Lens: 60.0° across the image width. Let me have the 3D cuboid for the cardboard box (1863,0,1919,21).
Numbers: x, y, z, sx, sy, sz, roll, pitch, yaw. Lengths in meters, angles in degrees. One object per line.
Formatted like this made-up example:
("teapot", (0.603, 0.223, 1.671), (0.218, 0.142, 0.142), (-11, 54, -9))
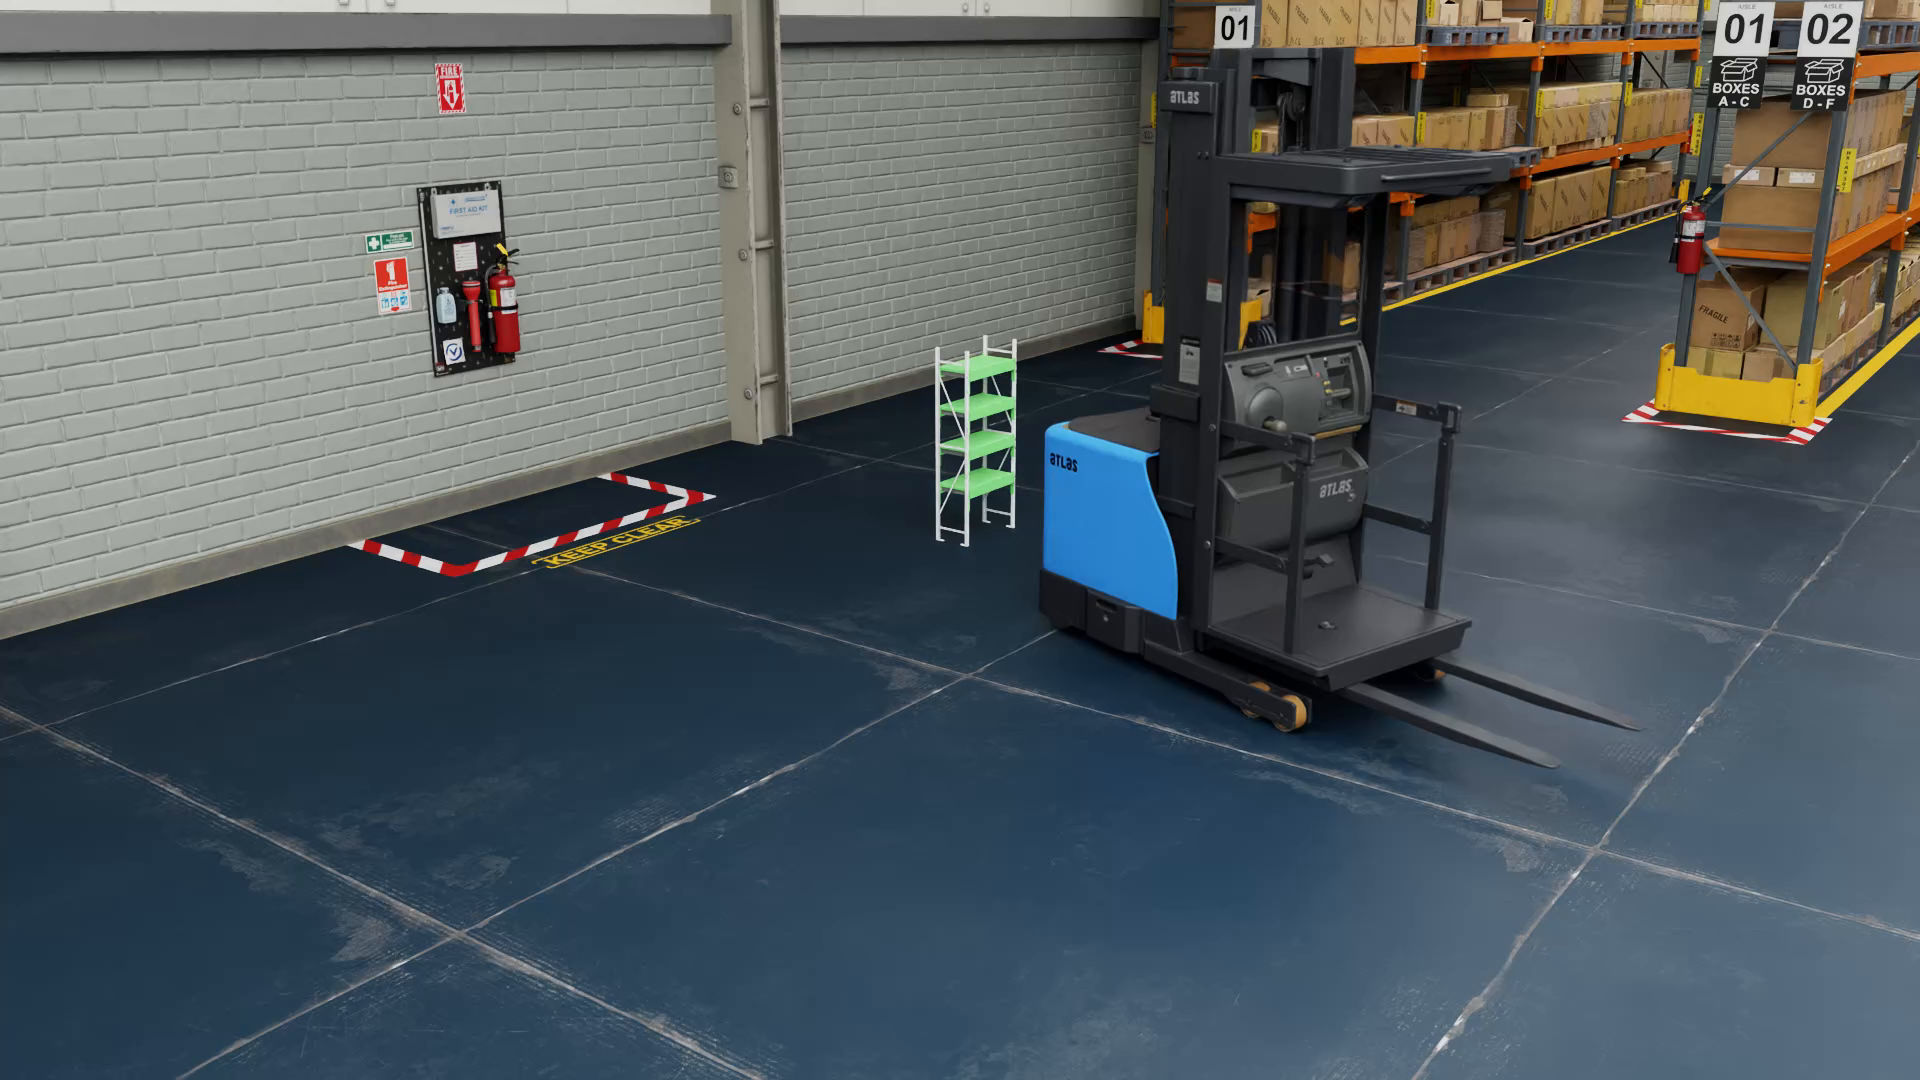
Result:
("cardboard box", (9.059, -5.120, 16.160), (0.500, 0.250, 0.500), (15, 23, 40))

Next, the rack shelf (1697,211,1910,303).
("rack shelf", (7.492, -2.593, 14.750), (1.077, 0.370, 4.000), (12, 21, 35))

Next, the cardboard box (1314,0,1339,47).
("cardboard box", (3.375, -5.106, 16.369), (0.500, 0.500, 0.500), (14, 22, 37))

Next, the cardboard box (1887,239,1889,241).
("cardboard box", (10.213, -3.322, 18.865), (0.500, 0.311, 0.500), (12, 21, 33))

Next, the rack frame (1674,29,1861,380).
("rack frame", (6.301, -2.461, 13.109), (1.000, 3.000, 0.127), (12, 21, 35))

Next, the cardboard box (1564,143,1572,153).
("cardboard box", (8.374, -5.535, 23.399), (0.380, 0.149, 0.250), (13, 21, 35))

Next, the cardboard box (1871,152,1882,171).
("cardboard box", (7.936, -3.366, 14.763), (0.380, 0.149, 0.250), (13, 22, 36))

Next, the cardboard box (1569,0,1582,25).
("cardboard box", (8.228, -7.441, 23.180), (0.700, 0.500, 0.500), (12, 21, 35))

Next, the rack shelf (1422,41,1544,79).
("rack shelf", (5.895, -5.853, 20.189), (1.077, 0.370, 4.000), (12, 21, 35))

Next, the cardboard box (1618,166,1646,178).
("cardboard box", (10.659, -5.843, 26.416), (0.380, 0.149, 0.250), (12, 21, 33))

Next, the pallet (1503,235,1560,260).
("pallet", (7.617, -4.083, 23.036), (1.003, 0.211, 1.213), (12, 21, 35))

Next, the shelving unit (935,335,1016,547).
("shelving unit", (0.099, -0.612, 10.193), (0.258, 1.200, 0.503), (12, 21, 35))

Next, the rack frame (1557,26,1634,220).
("rack frame", (9.470, -6.193, 25.129), (1.000, 3.000, 0.127), (12, 21, 35))

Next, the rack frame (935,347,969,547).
("rack frame", (-0.047, -0.554, 10.006), (0.240, 1.200, 0.015), (12, 21, 35))

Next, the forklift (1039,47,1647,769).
("forklift", (1.706, -0.702, 7.563), (1.130, 2.935, 3.031), (-13, 21, -35))

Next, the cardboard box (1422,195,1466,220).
("cardboard box", (6.007, -4.186, 20.875), (0.500, 0.250, 0.500), (12, 21, 34))

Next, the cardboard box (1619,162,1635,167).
("cardboard box", (10.829, -6.102, 27.249), (0.380, 0.149, 0.250), (13, 21, 35))

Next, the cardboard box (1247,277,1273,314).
("cardboard box", (3.144, -2.546, 17.176), (0.500, 0.311, 0.500), (15, 22, 39))

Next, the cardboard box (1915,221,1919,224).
("cardboard box", (11.466, -4.019, 20.336), (0.500, 0.250, 0.500), (13, 22, 37))

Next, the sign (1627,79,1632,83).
("sign", (11.411, -7.697, 28.377), (0.100, 0.325, 0.005), (12, 21, 35))

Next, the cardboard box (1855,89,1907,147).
("cardboard box", (8.425, -3.974, 15.626), (0.700, 0.500, 0.500), (13, 21, 35))

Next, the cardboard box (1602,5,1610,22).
("cardboard box", (9.690, -8.007, 25.288), (0.500, 0.250, 0.500), (13, 21, 35))

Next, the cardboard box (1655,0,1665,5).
("cardboard box", (10.421, -8.404, 25.303), (0.500, 0.500, 0.500), (12, 21, 34))

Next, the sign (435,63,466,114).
("sign", (-3.120, -2.766, 10.186), (0.001, 0.298, 0.199), (12, 21, 35))

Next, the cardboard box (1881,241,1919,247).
("cardboard box", (10.346, -3.108, 18.178), (0.500, 0.311, 0.500), (12, 21, 34))

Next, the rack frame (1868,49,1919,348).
("rack frame", (8.684, -3.413, 16.177), (1.000, 3.000, 0.127), (12, 21, 35))

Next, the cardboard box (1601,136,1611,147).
("cardboard box", (9.365, -5.888, 24.536), (0.380, 0.149, 0.250), (13, 21, 36))

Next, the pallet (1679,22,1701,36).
("pallet", (11.420, -8.358, 27.190), (1.003, 0.211, 1.213), (12, 21, 35))

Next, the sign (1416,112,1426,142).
("sign", (5.144, -4.607, 18.562), (0.100, 0.325, 0.005), (12, 21, 35))

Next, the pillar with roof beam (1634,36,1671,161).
("pillar with roof beam", (16.225, -10.046, 27.421), (9.100, 9.000, 0.400), (12, 21, 35))

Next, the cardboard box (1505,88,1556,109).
("cardboard box", (7.582, -5.867, 22.112), (0.500, 0.250, 0.500), (13, 22, 36))

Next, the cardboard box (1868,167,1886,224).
("cardboard box", (8.116, -3.227, 15.410), (0.700, 0.500, 0.500), (12, 21, 34))

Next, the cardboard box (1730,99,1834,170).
("cardboard box", (6.621, -3.249, 13.294), (0.700, 0.500, 0.500), (13, 21, 35))

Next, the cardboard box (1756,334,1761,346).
("cardboard box", (6.671, -1.649, 14.425), (0.500, 0.250, 0.500), (12, 21, 35))

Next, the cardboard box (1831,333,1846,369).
("cardboard box", (7.392, -1.675, 14.508), (0.500, 0.250, 0.500), (12, 21, 35))

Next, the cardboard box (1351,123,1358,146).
("cardboard box", (3.759, -4.055, 17.197), (0.500, 0.500, 0.500), (13, 22, 36))

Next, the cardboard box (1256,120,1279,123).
("cardboard box", (3.343, -4.143, 17.481), (0.500, 0.500, 0.500), (13, 21, 35))

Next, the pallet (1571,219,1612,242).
("pallet", (9.071, -4.664, 24.908), (1.003, 0.211, 1.213), (12, 21, 35))

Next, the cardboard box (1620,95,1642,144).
("cardboard box", (9.806, -6.463, 25.491), (0.980, 0.700, 0.700), (13, 21, 36))

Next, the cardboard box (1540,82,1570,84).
("cardboard box", (8.680, -6.561, 24.346), (0.500, 0.250, 0.500), (13, 21, 35))

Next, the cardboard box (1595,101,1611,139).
("cardboard box", (9.101, -6.115, 24.173), (0.500, 0.500, 0.500), (13, 21, 35))

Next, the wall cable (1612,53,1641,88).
("wall cable", (11.857, -8.103, 29.567), (0.084, 1.984, 1.851), (12, 21, 35))

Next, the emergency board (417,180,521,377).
("emergency board", (-3.036, -1.644, 10.479), (0.194, 1.169, 0.643), (12, 21, 35))

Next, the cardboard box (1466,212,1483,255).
("cardboard box", (6.299, -3.974, 21.456), (0.700, 0.500, 0.500), (12, 21, 35))

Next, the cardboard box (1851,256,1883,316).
("cardboard box", (8.276, -2.393, 15.555), (0.500, 0.500, 0.500), (12, 21, 35))

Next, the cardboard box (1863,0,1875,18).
("cardboard box", (7.143, -4.290, 13.421), (0.380, 0.149, 0.250), (12, 21, 35))

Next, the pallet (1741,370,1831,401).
("pallet", (6.723, -1.318, 14.133), (1.003, 0.211, 1.213), (12, 21, 35))

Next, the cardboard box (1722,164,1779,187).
("cardboard box", (6.375, -2.943, 13.400), (0.380, 0.149, 0.250), (12, 21, 34))

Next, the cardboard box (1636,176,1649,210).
("cardboard box", (10.608, -5.601, 26.728), (0.700, 0.500, 0.500), (13, 21, 36))

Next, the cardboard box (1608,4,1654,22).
("cardboard box", (10.094, -7.920, 25.009), (0.500, 0.250, 0.500), (12, 21, 35))

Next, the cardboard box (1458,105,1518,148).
("cardboard box", (6.815, -5.385, 21.615), (0.700, 0.500, 0.500), (10, 20, 28))

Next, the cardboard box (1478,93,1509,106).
("cardboard box", (6.905, -5.721, 21.603), (0.380, 0.149, 0.250), (9, 20, 28))
